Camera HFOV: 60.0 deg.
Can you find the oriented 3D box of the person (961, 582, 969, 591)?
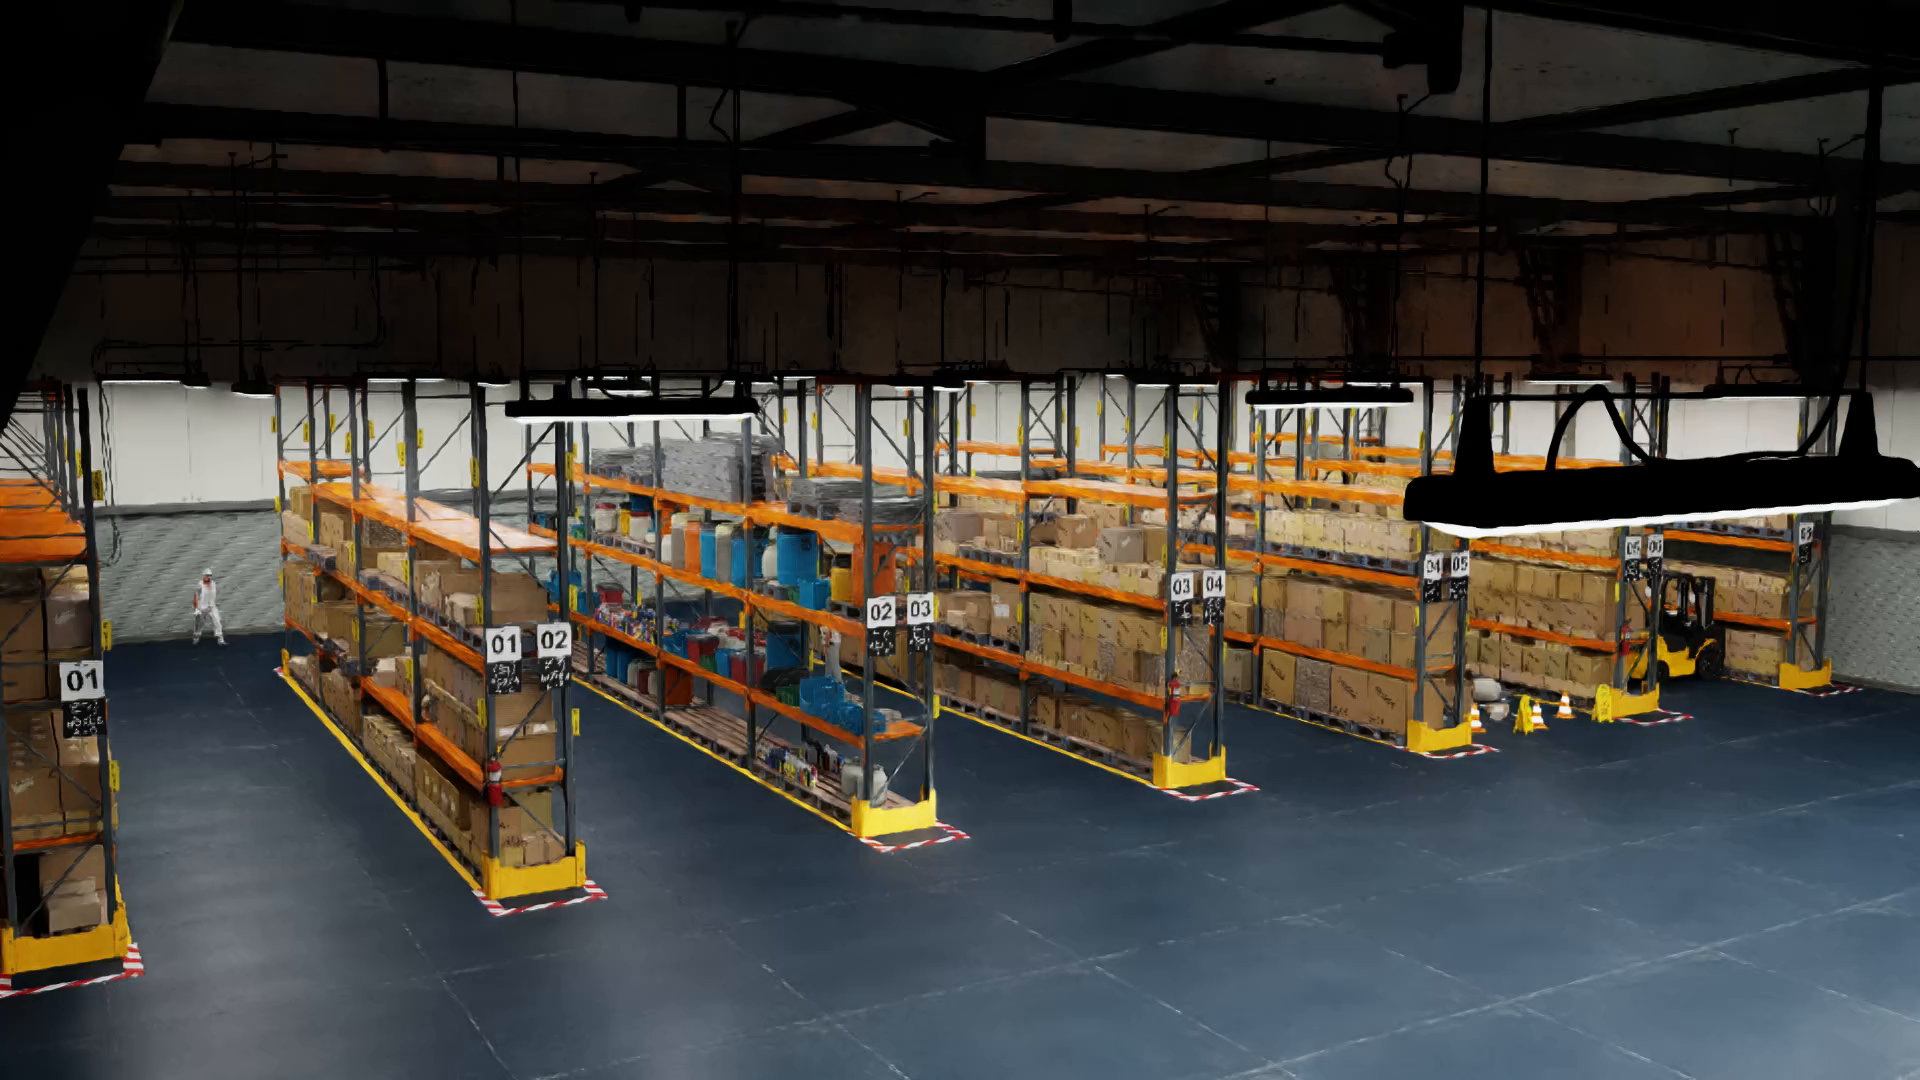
[{"bbox_3d":[0.112,1.708,34.651,0.545,1.650,0.443,5,8,37],"label":"person"}]

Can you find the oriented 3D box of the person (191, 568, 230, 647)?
[{"bbox_3d":[-16.501,1.485,36.461,0.967,1.746,0.597,5,8,37],"label":"person"}]

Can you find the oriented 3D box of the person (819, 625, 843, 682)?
[{"bbox_3d":[-2.507,1.977,31.740,0.573,1.749,0.655,0,6,0],"label":"person"}]

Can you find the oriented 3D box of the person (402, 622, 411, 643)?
[{"bbox_3d":[-12.273,1.482,36.831,0.501,1.662,0.657,2,7,17],"label":"person"}]
